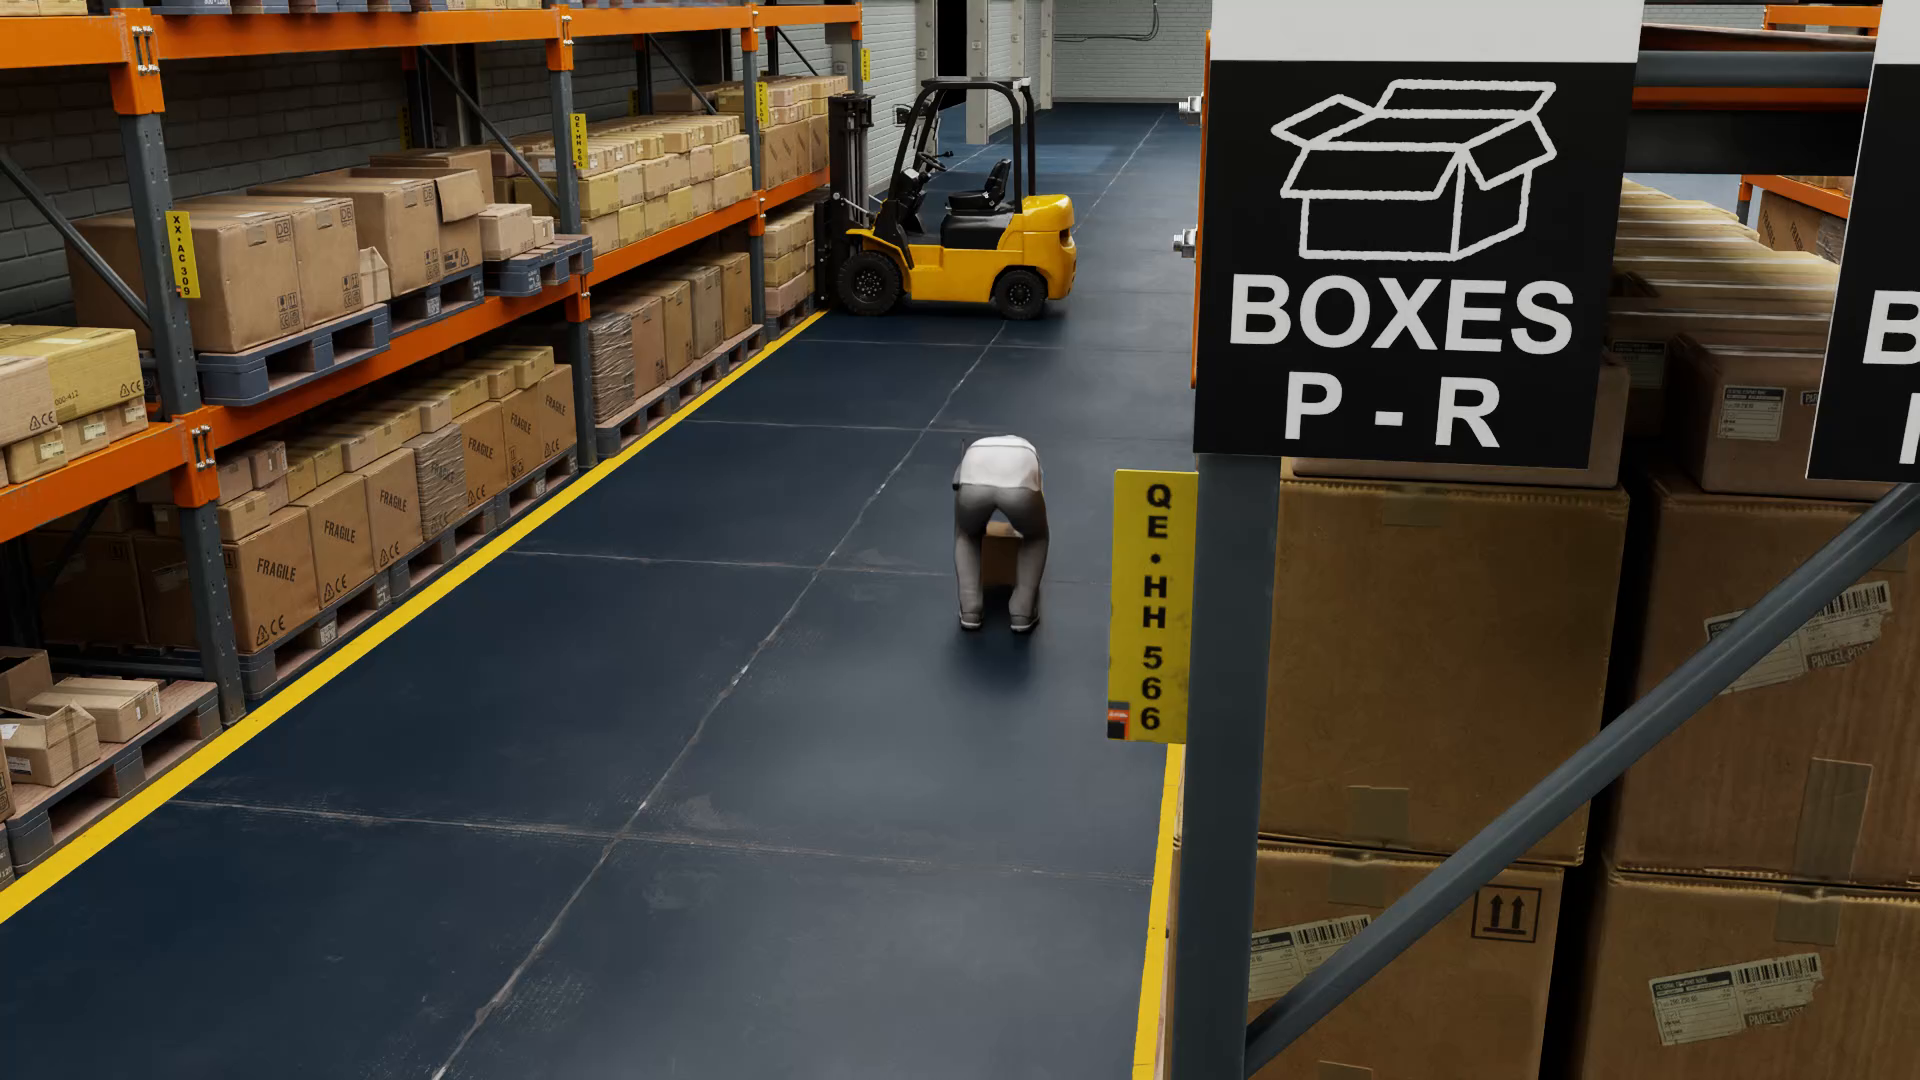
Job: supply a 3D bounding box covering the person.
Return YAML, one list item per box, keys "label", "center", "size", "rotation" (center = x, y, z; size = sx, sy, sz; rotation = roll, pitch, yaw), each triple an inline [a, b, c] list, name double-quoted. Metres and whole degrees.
- label: "person"
  center: [0.208, -0.126, 8.040]
  size: [0.450, 0.987, 0.927]
  rotation: [2, 18, 6]
